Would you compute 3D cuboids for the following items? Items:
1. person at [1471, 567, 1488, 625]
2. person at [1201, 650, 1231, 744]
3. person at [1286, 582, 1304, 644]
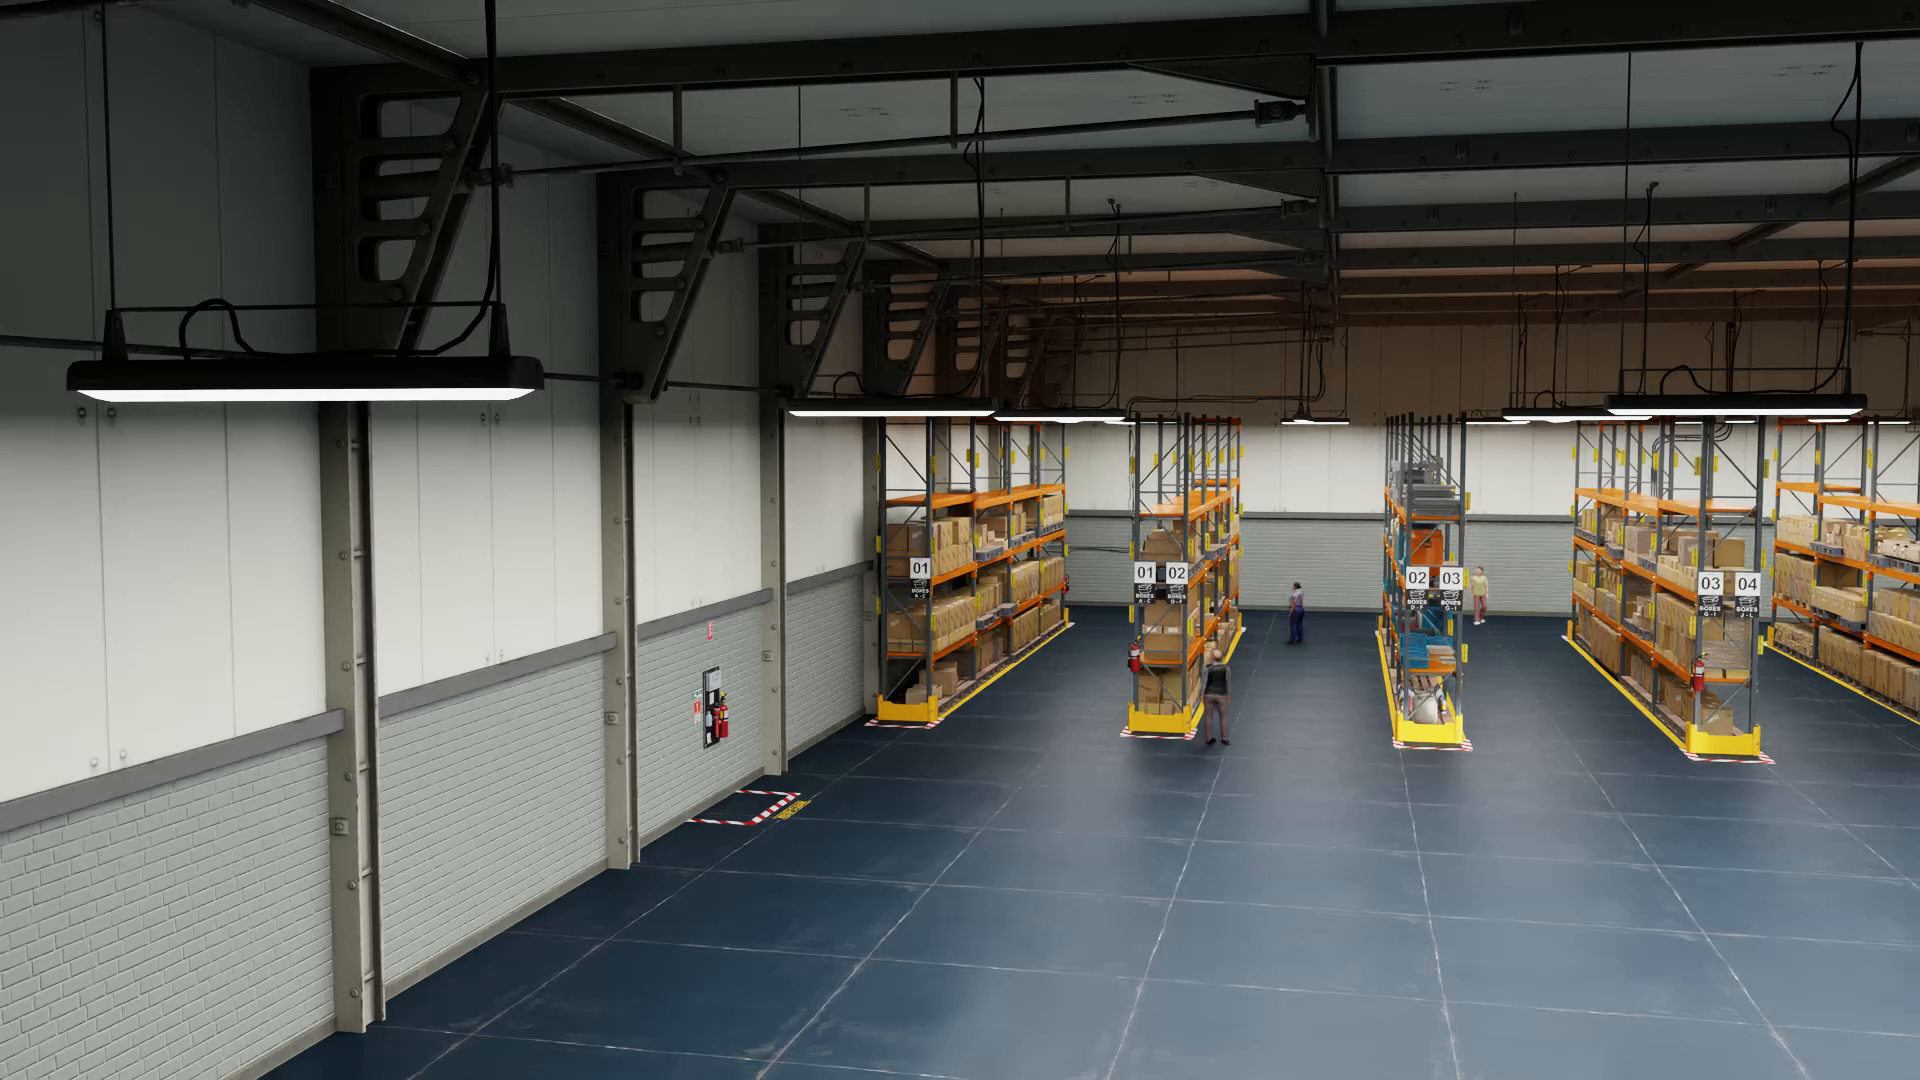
[{"bbox_3d":[15.134,1.613,48.415,0.466,1.677,0.465,0,4,3],"label":"person"},{"bbox_3d":[4.627,2.833,30.036,0.538,1.726,0.480,1,4,21],"label":"person"},{"bbox_3d":[8.905,1.926,44.104,0.395,1.669,0.582,2,5,33],"label":"person"}]
